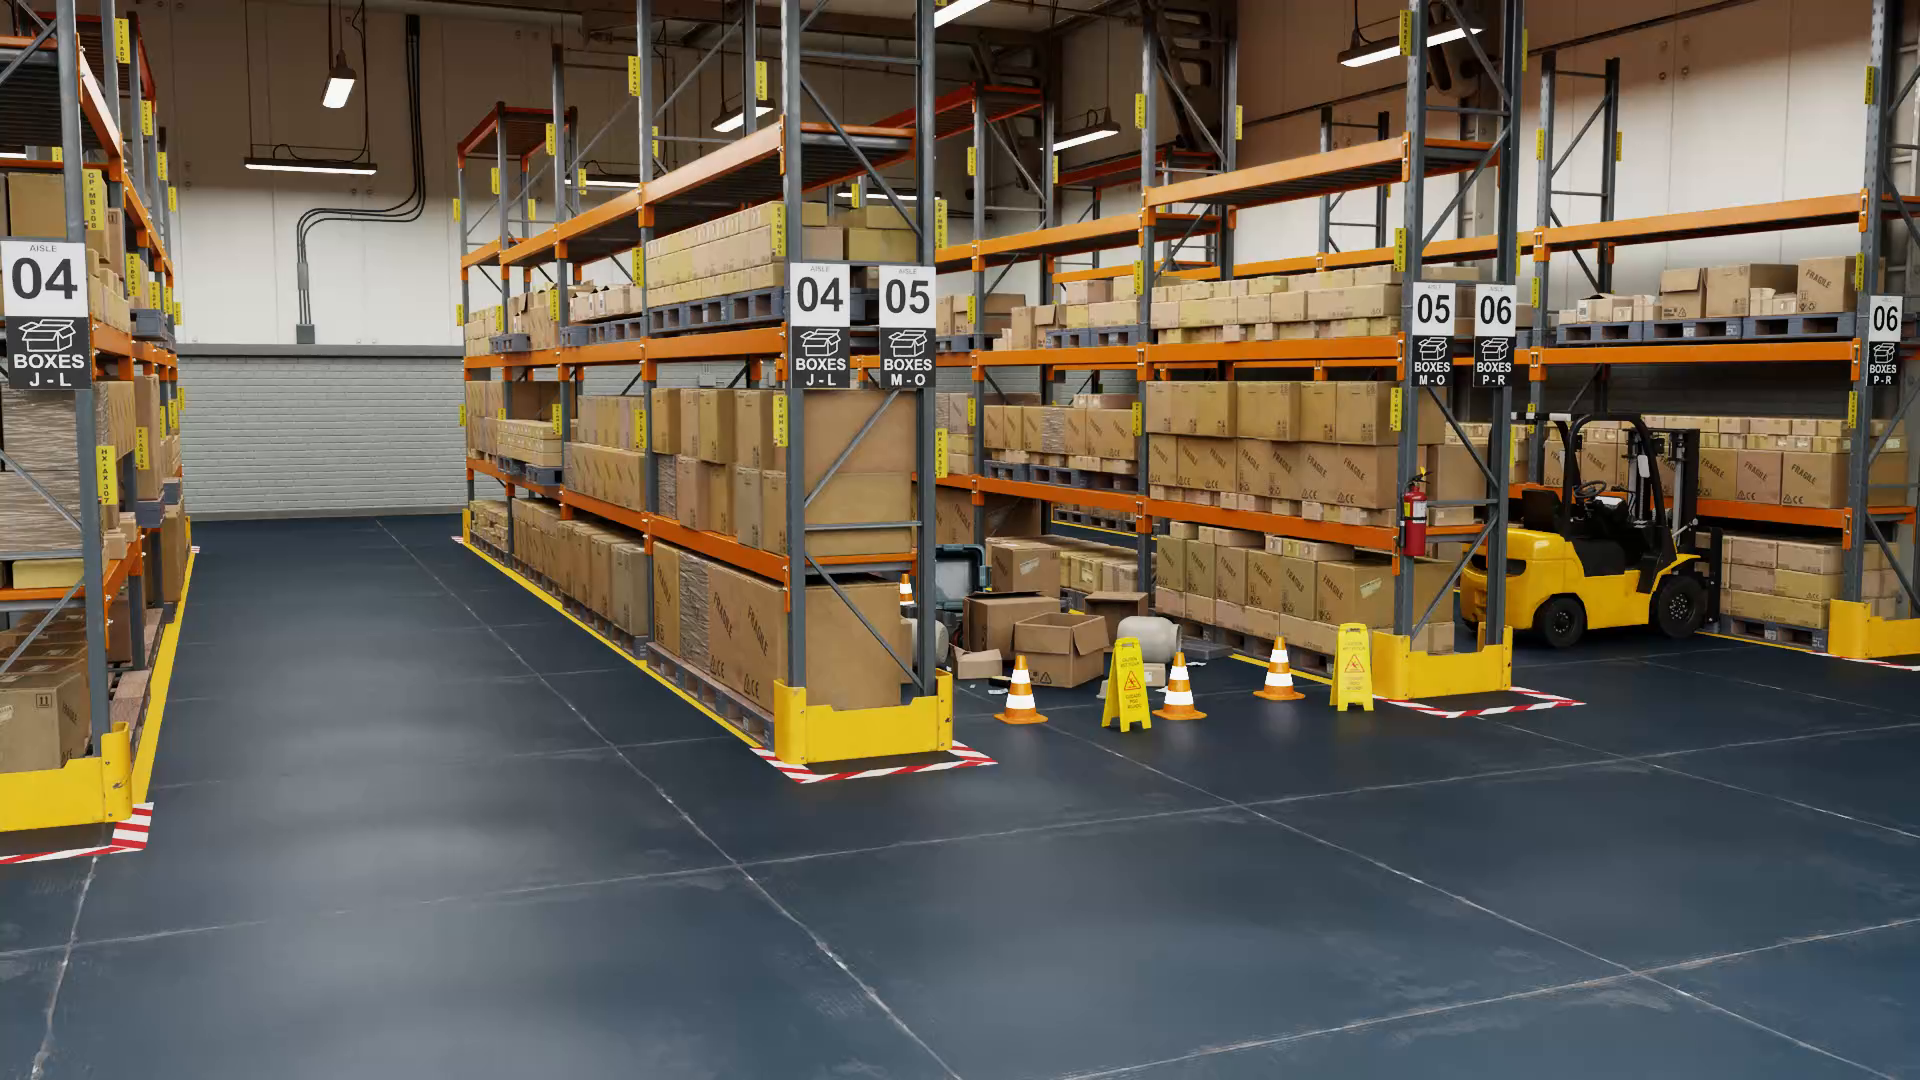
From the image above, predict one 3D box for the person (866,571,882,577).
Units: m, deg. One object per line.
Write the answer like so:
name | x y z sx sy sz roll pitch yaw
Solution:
person | -0.917 -0.019 17.166 0.354 1.672 0.506 -3 6 -25
